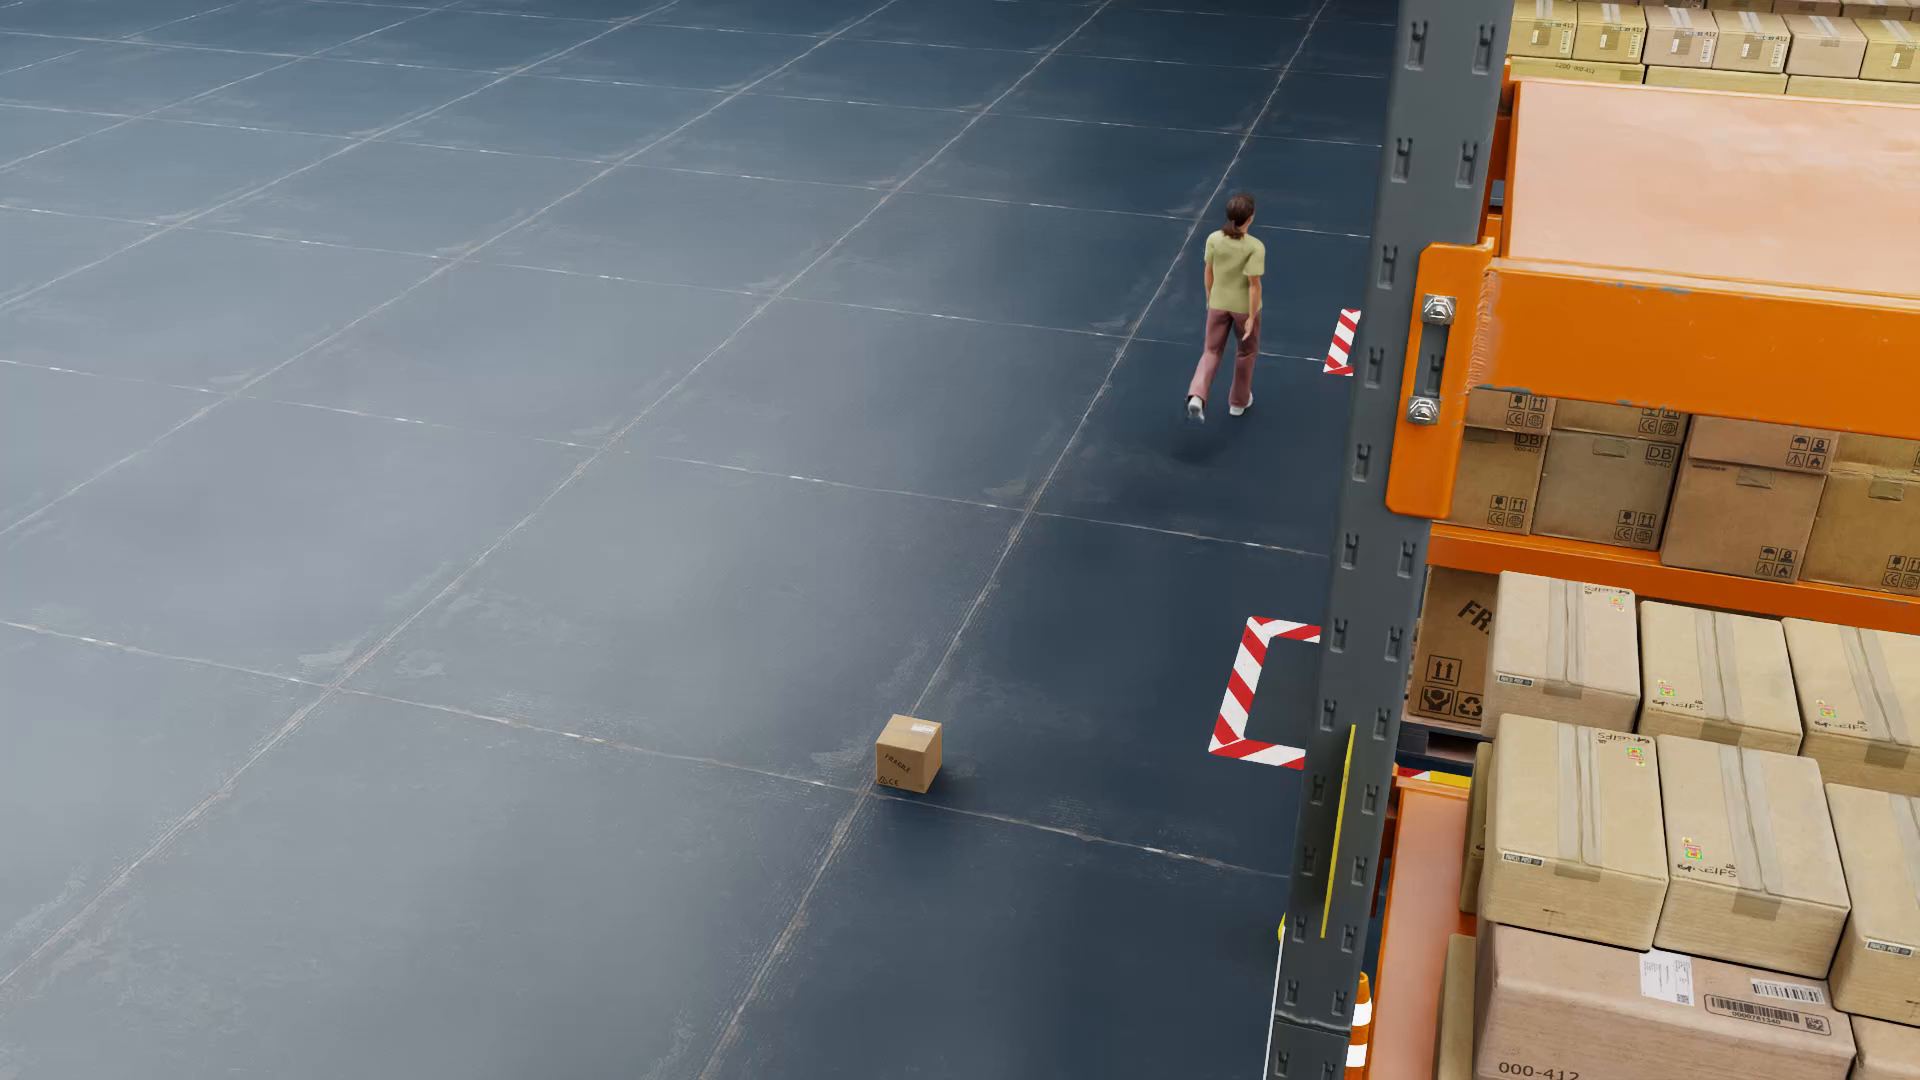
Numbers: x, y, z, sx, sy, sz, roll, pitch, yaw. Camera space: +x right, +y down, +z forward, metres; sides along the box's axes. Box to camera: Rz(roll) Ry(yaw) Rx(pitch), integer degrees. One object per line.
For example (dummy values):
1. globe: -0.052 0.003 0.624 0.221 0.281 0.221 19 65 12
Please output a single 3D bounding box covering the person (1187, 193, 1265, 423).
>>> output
1. person: 1.831 -1.549 11.246 0.437 1.639 0.850 13 32 22
